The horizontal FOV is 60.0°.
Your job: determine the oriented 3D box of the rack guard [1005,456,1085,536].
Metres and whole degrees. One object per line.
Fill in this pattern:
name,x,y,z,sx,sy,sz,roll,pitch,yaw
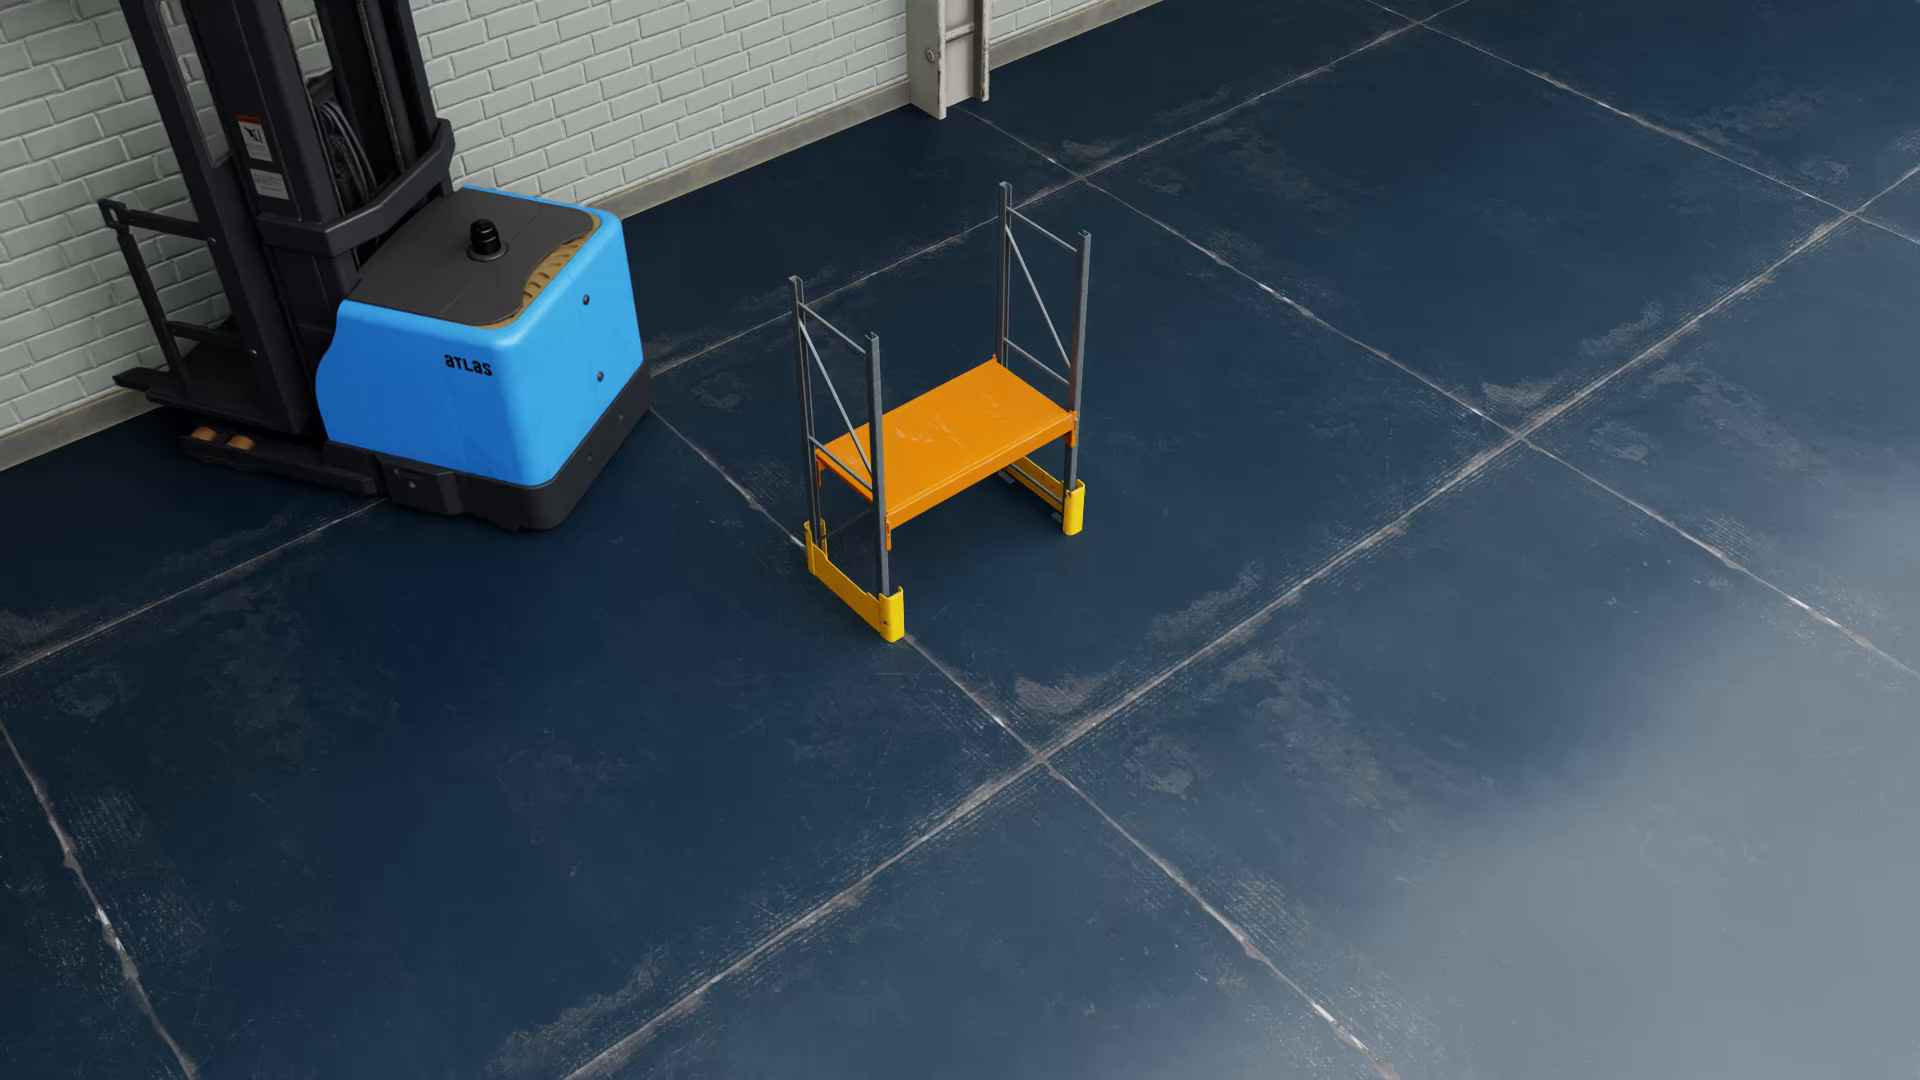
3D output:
rack guard,0.324,-0.276,7.362,0.087,0.250,0.587,-30,51,-28

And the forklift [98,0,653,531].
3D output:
forklift,-3.023,-1.707,6.927,3.031,2.935,1.130,13,45,13

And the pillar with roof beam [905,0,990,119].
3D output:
pillar with roof beam,2.692,-3.695,4.611,0.400,9.000,9.100,-30,51,-28

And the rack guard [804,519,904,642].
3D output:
rack guard,-0.440,0.161,6.896,0.087,0.250,0.587,-30,51,-28

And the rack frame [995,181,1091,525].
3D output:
rack frame,0.324,-0.733,6.934,0.032,1.500,0.500,-30,51,-28

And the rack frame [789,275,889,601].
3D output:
rack frame,-0.455,-0.286,6.459,0.032,1.500,0.500,-30,51,-28

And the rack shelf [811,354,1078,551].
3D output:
rack shelf,-0.065,-0.378,6.820,1.000,0.185,0.538,-30,51,-28

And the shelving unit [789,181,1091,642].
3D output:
shelving unit,-0.058,-0.513,6.701,1.083,1.500,0.587,-30,51,-28
